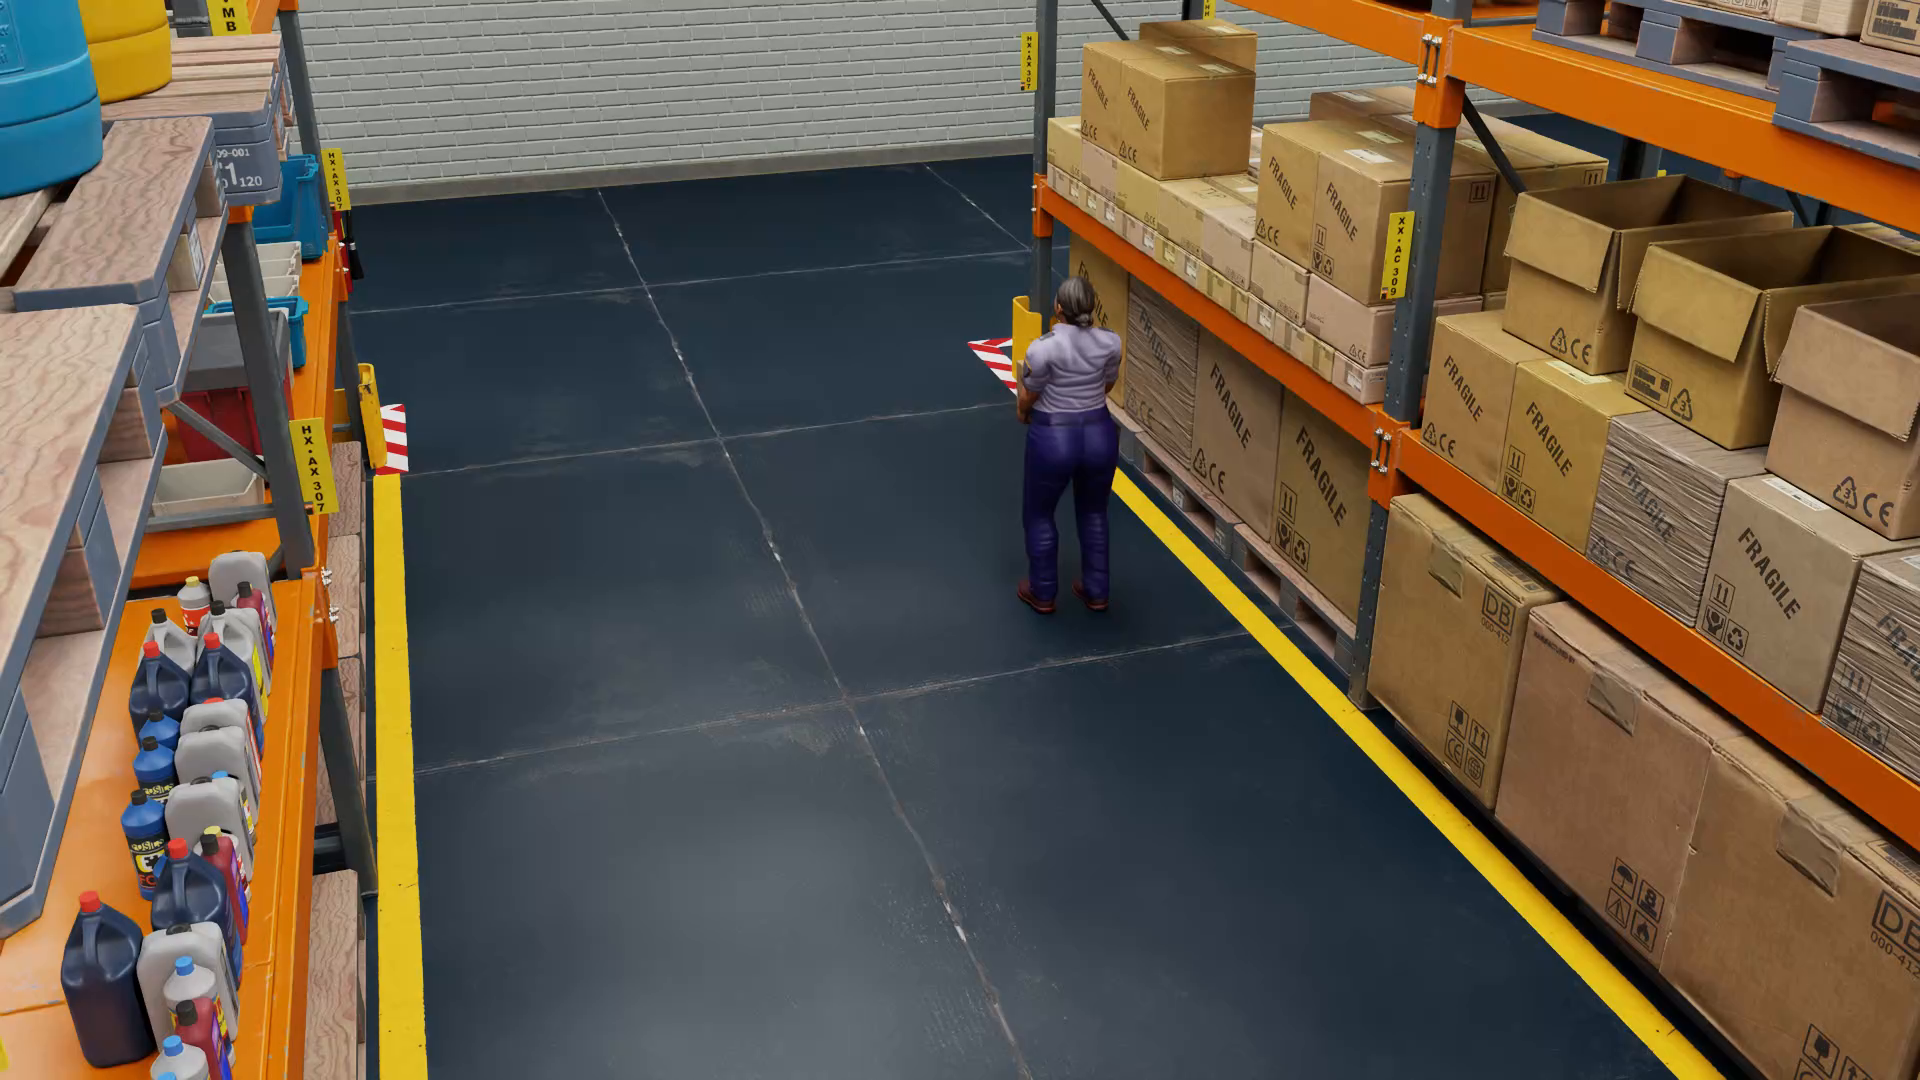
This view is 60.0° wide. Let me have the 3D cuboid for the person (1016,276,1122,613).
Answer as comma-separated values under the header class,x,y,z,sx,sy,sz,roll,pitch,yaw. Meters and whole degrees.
class,x,y,z,sx,sy,sz,roll,pitch,yaw
person,0.465,-0.452,7.551,0.452,1.634,0.522,-8,28,-16
